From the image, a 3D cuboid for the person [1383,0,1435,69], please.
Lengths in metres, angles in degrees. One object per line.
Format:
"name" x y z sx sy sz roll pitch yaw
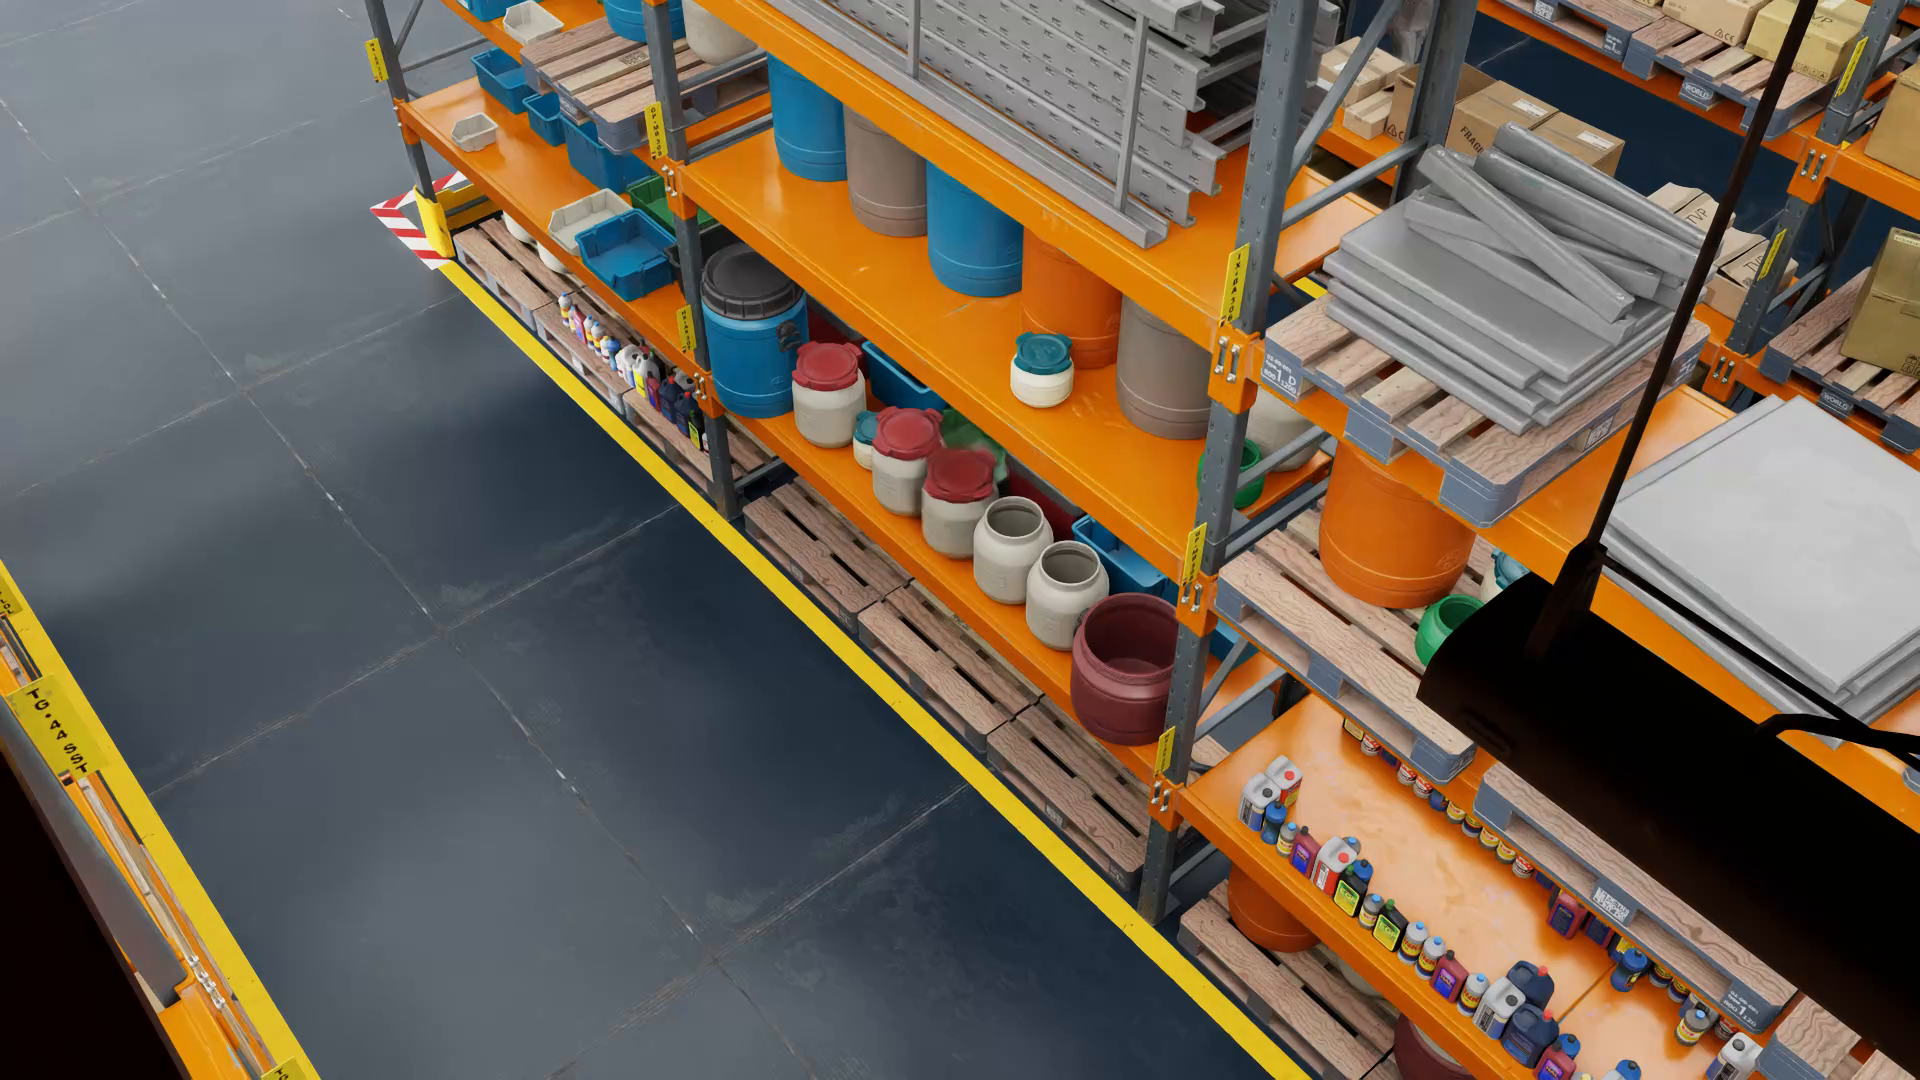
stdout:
"person" 3.763 -4.323 13.933 0.507 1.659 0.476 -24 51 -21
